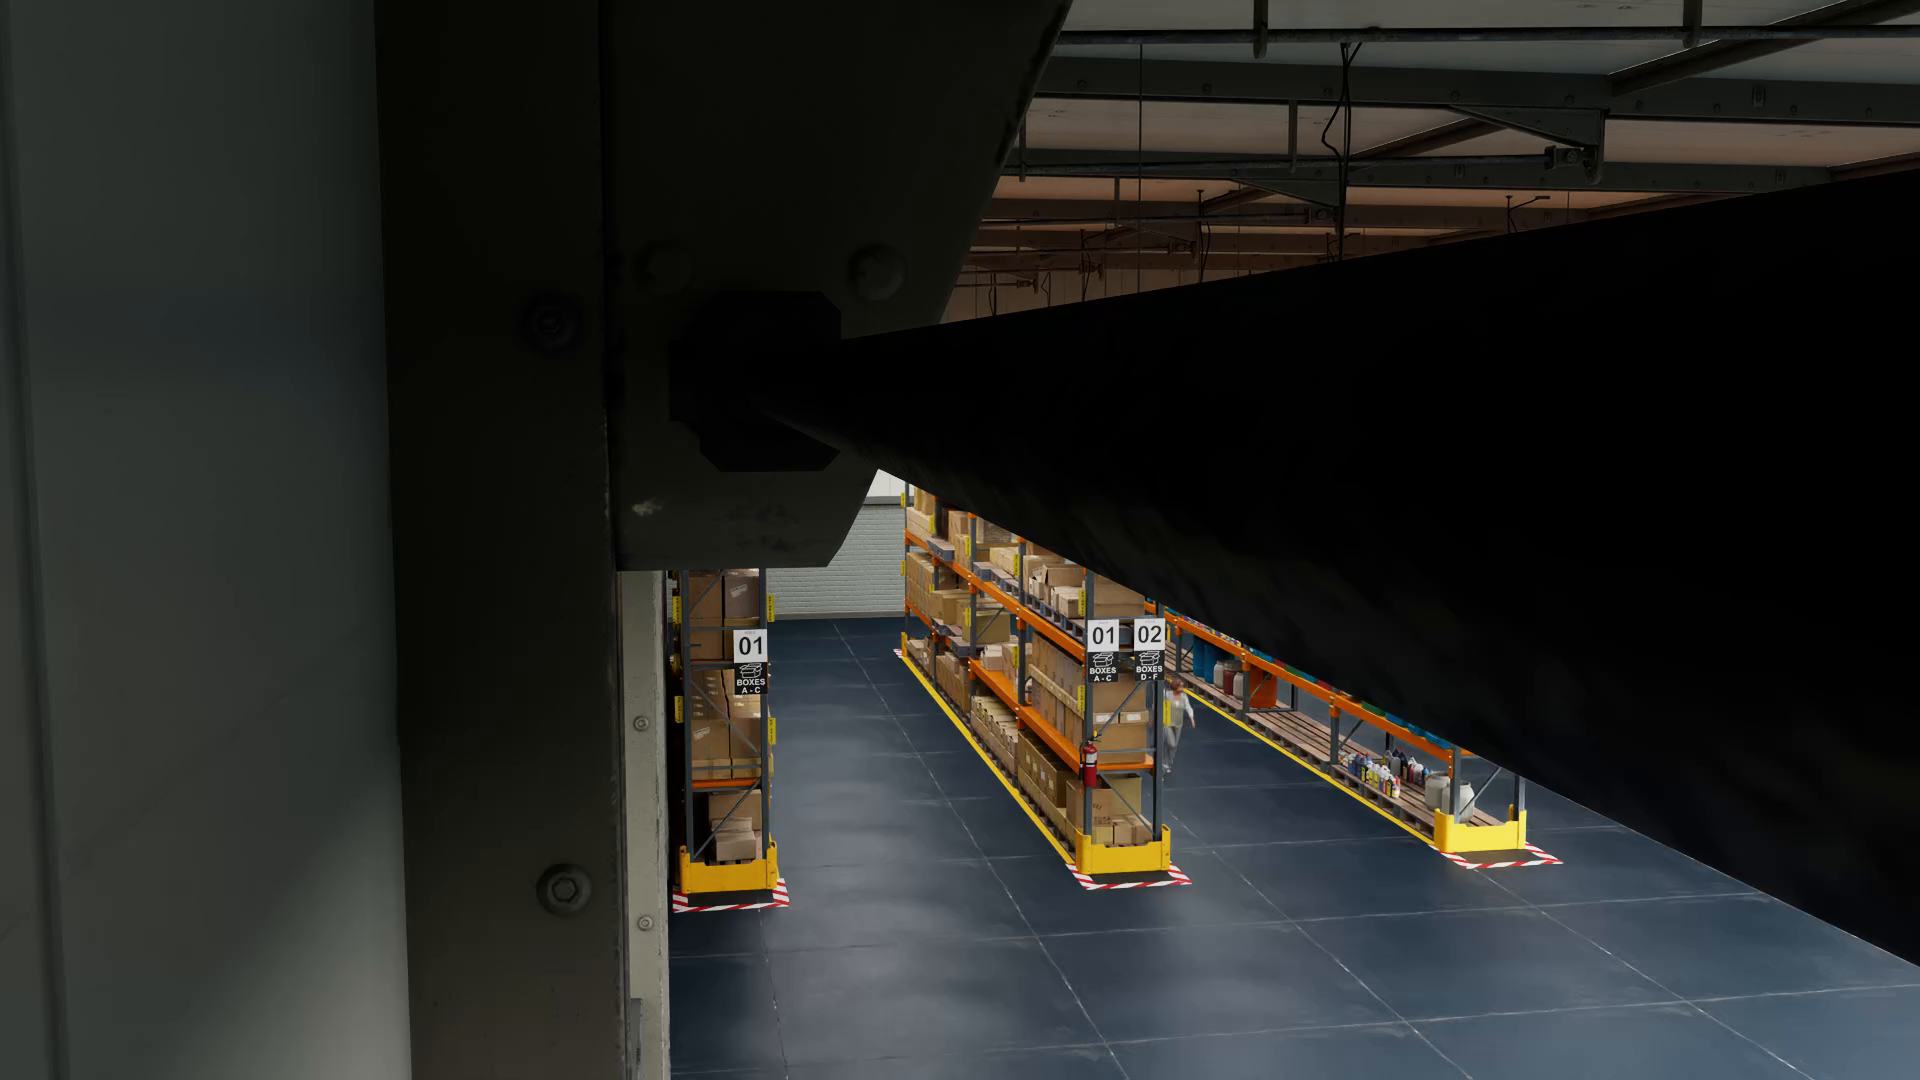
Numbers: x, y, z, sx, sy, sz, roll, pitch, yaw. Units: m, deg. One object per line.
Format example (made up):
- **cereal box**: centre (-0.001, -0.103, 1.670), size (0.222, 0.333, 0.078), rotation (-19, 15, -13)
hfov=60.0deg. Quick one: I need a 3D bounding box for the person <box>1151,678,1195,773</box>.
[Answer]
- **person**: centre (3.327, 2.881, 25.767), size (0.520, 1.536, 0.775), rotation (-2, 6, -17)
